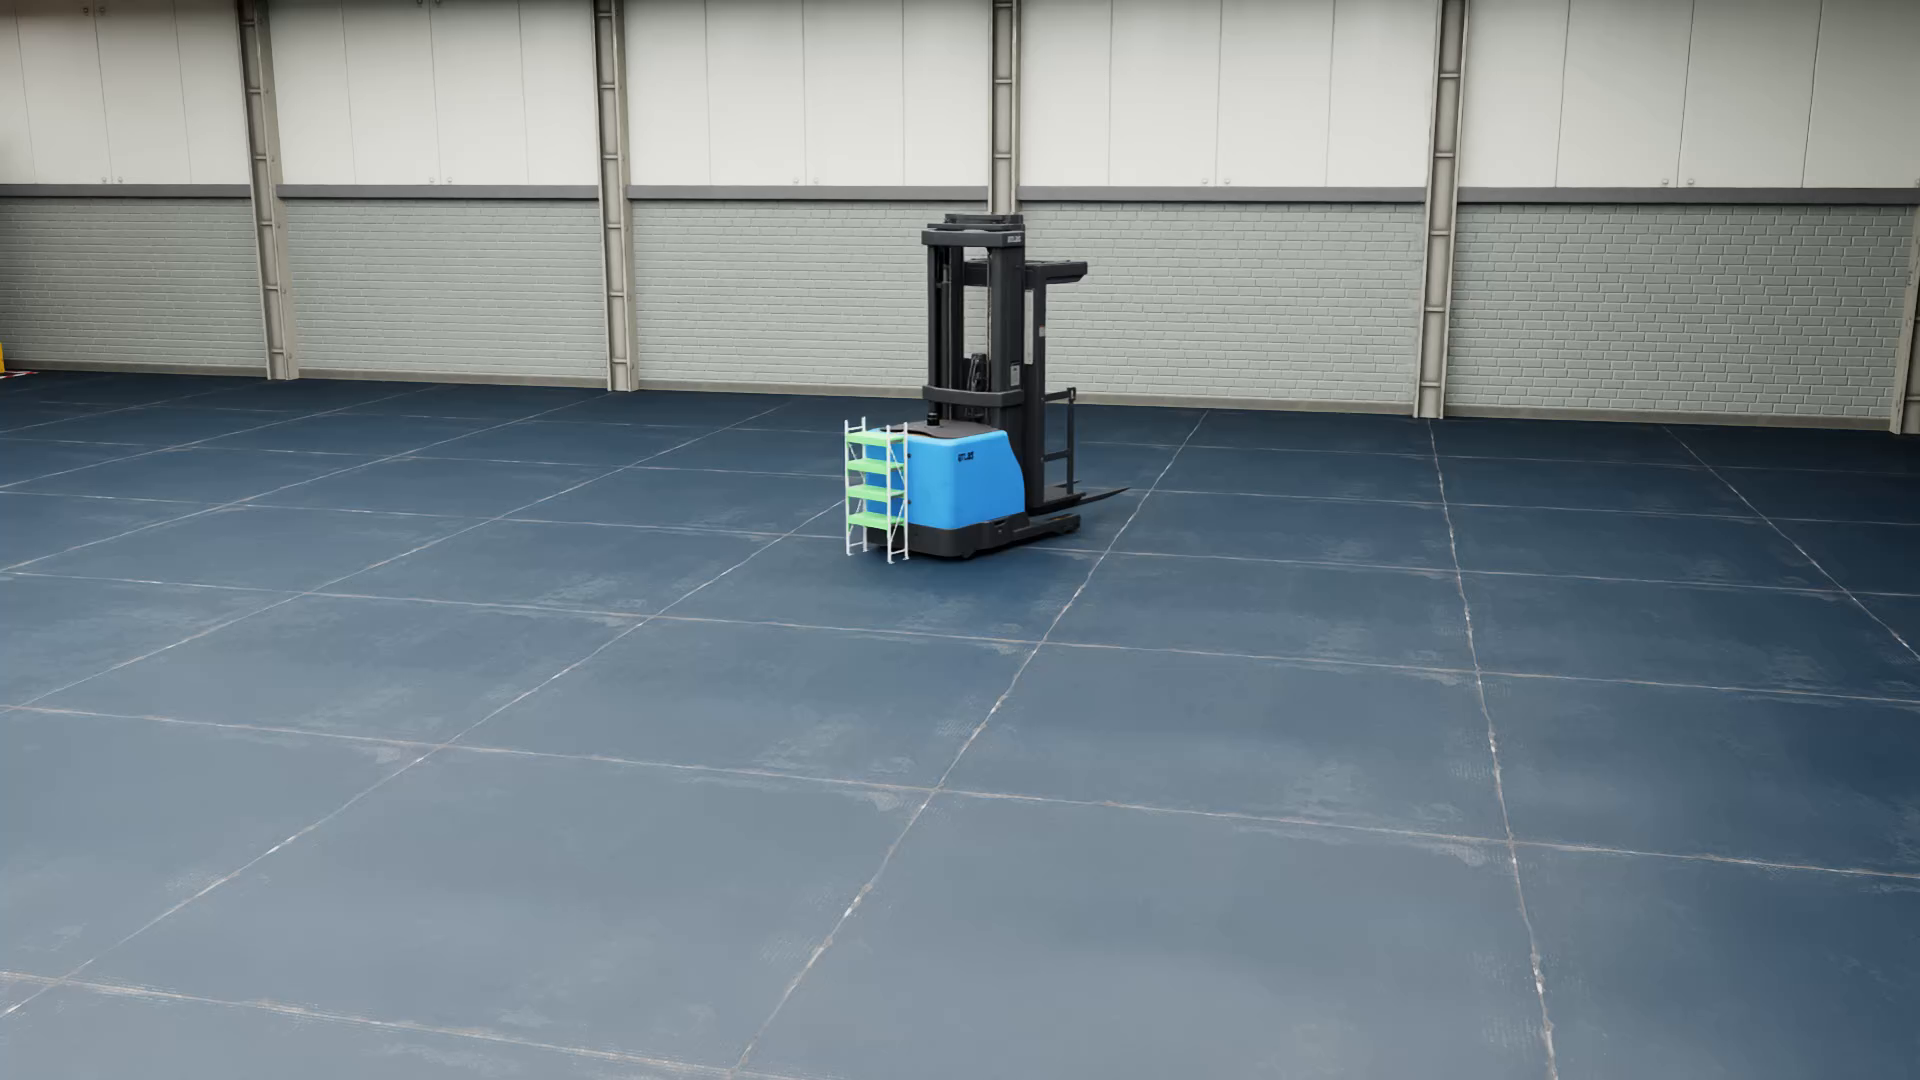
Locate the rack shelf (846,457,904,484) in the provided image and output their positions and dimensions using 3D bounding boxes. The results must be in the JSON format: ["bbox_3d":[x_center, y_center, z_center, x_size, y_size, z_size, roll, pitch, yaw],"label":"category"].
[{"bbox_3d":[-0.725,-0.607,14.400,0.480,0.148,0.258,10,16,38],"label":"rack shelf"}]

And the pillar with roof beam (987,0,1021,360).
[{"bbox_3d":[-0.408,-5.499,19.259,0.400,9.000,9.100,3,13,14],"label":"pillar with roof beam"}]

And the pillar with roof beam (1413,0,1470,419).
[{"bbox_3d":[5.417,-5.187,17.855,0.400,9.000,9.100,3,13,14],"label":"pillar with roof beam"}]

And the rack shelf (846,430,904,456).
[{"bbox_3d":[-0.725,-0.841,14.348,0.480,0.148,0.258,10,16,38],"label":"rack shelf"}]

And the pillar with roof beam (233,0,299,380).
[{"bbox_3d":[-12.058,-6.122,22.066,0.400,9.000,9.100,3,13,14],"label":"pillar with roof beam"}]

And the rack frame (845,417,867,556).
[{"bbox_3d":[-0.913,-0.468,14.590,0.015,1.200,0.240,10,16,38],"label":"rack frame"}]

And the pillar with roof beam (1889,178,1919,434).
[{"bbox_3d":[11.243,-4.876,16.452,0.400,9.000,9.100,3,13,14],"label":"pillar with roof beam"}]

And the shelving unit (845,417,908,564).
[{"bbox_3d":[-0.725,-0.435,14.439,0.503,1.200,0.258,10,16,38],"label":"shelving unit"}]

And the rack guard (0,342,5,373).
[{"bbox_3d":[-16.369,-2.962,27.447,0.348,0.500,1.175,3,13,14],"label":"rack guard"}]

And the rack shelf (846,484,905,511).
[{"bbox_3d":[-0.725,-0.372,14.452,0.480,0.148,0.258,10,16,38],"label":"rack shelf"}]

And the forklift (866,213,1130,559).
[{"bbox_3d":[0.476,-1.532,15.389,1.130,2.935,3.031,10,16,38],"label":"forklift"}]

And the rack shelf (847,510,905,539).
[{"bbox_3d":[-0.725,-0.138,14.504,0.480,0.148,0.258,10,16,38],"label":"rack shelf"}]

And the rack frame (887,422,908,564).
[{"bbox_3d":[-0.537,-0.401,14.287,0.015,1.200,0.240,10,16,38],"label":"rack frame"}]

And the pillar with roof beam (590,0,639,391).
[{"bbox_3d":[-6.233,-5.810,20.662,0.400,9.000,9.100,3,13,14],"label":"pillar with roof beam"}]
